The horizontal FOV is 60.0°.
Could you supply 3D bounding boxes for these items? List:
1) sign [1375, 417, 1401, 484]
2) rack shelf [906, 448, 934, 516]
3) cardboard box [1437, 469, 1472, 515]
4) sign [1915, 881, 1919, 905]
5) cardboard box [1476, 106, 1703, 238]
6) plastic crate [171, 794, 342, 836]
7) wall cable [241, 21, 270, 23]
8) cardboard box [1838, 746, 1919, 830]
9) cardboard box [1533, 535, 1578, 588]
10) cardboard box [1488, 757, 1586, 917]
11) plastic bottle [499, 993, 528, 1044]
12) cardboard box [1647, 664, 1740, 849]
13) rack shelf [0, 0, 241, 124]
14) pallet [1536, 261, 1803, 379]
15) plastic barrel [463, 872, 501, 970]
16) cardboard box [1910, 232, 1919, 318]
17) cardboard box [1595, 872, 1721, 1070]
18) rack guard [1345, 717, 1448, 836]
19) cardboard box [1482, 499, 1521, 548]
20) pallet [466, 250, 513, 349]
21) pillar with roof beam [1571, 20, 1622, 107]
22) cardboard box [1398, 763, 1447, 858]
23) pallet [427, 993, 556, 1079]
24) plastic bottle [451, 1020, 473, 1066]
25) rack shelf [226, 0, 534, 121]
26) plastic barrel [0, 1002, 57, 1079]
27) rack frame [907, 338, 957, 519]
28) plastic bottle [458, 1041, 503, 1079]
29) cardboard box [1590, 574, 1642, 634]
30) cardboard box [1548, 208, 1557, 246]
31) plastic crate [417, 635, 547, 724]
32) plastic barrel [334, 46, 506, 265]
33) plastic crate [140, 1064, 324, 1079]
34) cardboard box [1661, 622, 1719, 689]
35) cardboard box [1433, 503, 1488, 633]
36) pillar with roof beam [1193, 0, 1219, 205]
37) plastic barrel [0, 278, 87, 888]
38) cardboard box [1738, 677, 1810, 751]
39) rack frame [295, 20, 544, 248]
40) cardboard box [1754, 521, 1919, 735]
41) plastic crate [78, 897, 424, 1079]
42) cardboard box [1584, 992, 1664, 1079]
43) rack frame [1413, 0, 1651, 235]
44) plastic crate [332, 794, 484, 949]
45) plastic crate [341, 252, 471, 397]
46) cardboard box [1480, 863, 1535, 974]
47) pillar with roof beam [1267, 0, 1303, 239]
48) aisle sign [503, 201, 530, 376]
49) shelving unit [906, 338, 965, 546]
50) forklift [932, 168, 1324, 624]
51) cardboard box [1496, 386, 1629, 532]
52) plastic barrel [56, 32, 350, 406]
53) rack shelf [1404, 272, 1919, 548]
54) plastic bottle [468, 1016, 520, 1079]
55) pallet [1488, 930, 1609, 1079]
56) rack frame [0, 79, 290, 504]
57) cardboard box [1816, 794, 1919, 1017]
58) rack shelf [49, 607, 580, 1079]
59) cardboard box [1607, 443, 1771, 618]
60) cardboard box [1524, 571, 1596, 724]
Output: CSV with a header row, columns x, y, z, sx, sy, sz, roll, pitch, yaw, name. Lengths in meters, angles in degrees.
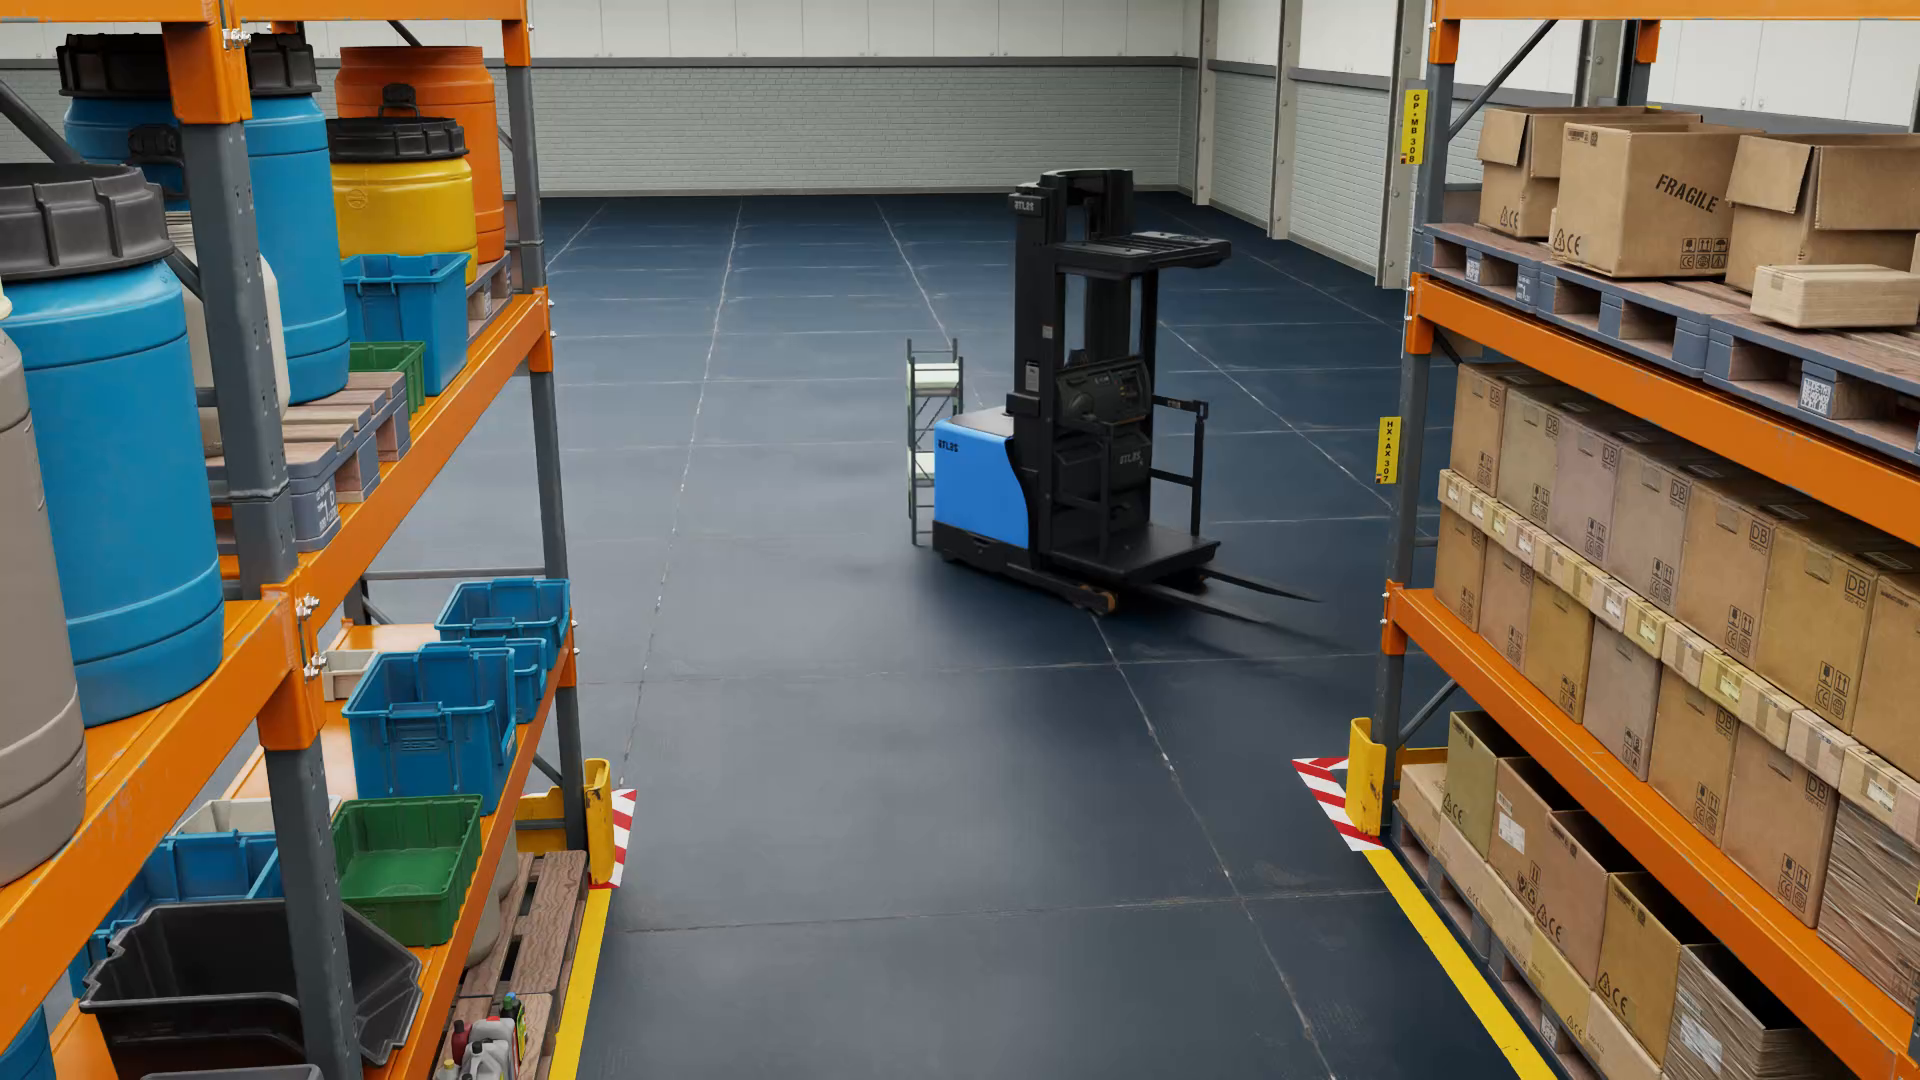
x,y,z,sx,sy,sz,roll,pitch,yaw,name
2.050,-0.429,7.959,0.100,0.325,0.005,-2,18,-6,sign
-0.199,-0.476,13.278,0.431,0.370,0.720,-1,17,-4,rack shelf
2.429,-0.227,7.643,0.380,0.149,0.250,-2,18,-6,cardboard box
2.463,0.765,4.156,0.100,0.325,0.005,-2,18,-6,sign
2.658,-1.570,7.055,0.797,0.503,0.637,-1,17,-2,cardboard box
-2.332,1.000,5.425,0.530,0.136,0.437,-2,18,-6,plastic crate
-15.508,-13.623,35.868,2.305,6.003,0.169,-2,18,-6,wall cable
2.750,0.693,4.713,0.380,0.149,0.250,-2,18,-7,cardboard box
2.537,0.080,6.664,0.380,0.149,0.250,-2,18,-7,cardboard box
2.554,1.224,6.907,0.500,0.500,0.500,-2,18,-6,cardboard box
-1.699,1.817,6.319,0.097,0.201,0.097,0,17,0,plastic bottle
2.854,0.712,5.735,0.700,0.500,0.500,-2,17,-5,cardboard box
-1.706,-0.382,1.240,1.077,0.370,4.000,-2,18,-6,rack shelf
2.779,-0.807,5.879,1.003,0.211,1.213,-2,18,-6,pallet
-2.129,1.488,6.882,0.421,0.512,0.421,0,17,0,plastic barrel
3.170,-0.777,4.850,0.500,0.311,0.500,-3,18,-9,cardboard box
2.654,1.522,5.958,0.500,0.500,0.500,-2,18,-6,cardboard box
2.600,1.192,8.546,1.175,0.500,0.348,-2,18,-6,rack guard
2.483,-0.074,7.156,0.380,0.149,0.250,-2,18,-5,cardboard box
-2.337,-0.933,6.449,1.003,0.211,1.213,-2,18,-6,pallet
2.942,-6.270,18.127,9.100,9.000,0.400,-2,18,-6,pillar with roof beam
2.436,1.284,7.967,0.500,0.250,0.500,-2,18,-6,cardboard box
-2.069,2.115,6.089,1.003,0.211,1.213,-2,18,-6,pallet
-1.807,1.857,6.054,0.061,0.283,0.133,-2,18,-6,plastic bottle
-2.119,-1.574,5.036,1.077,0.370,4.000,-2,18,-6,rack shelf
-2.174,1.235,3.398,0.600,0.901,0.708,-2,18,-6,plastic barrel
-0.223,-0.897,13.529,0.400,1.500,0.023,-1,17,-4,rack frame
-1.665,1.912,5.766,0.144,0.351,0.185,-1,17,-3,plastic bottle
2.586,0.231,6.185,0.380,0.149,0.250,-2,18,-5,cardboard box
2.548,-1.216,6.520,0.380,0.149,0.250,-2,18,-6,cardboard box
-1.914,0.563,6.625,0.499,0.251,0.408,-2,18,-6,plastic crate
-2.148,-1.537,6.640,0.600,0.830,0.708,-2,18,-6,plastic barrel
-1.558,1.454,3.430,0.402,0.464,0.583,-2,18,-6,plastic crate
2.644,0.388,5.683,0.380,0.149,0.250,-1,17,-4,cardboard box
2.638,0.098,7.690,0.700,0.500,0.500,-2,18,-6,cardboard box
1.086,-11.633,35.209,9.100,9.000,0.400,-2,18,-6,pillar with roof beam
-1.577,0.019,2.263,0.600,0.901,0.600,0,17,0,plastic barrel
2.693,0.537,5.210,0.380,0.149,0.250,-2,18,-6,cardboard box
-2.325,-2.704,6.767,1.000,3.000,0.127,-2,18,-6,rack frame
2.910,0.249,5.044,0.700,0.500,0.500,-2,18,-6,cardboard box
-1.840,1.220,4.388,0.767,0.338,0.504,-2,18,-6,plastic crate
2.642,1.880,6.069,0.500,0.250,0.500,-2,18,-6,cardboard box
2.602,-2.856,7.251,1.000,3.000,0.127,-2,18,-6,rack frame
-1.772,1.038,5.217,0.450,0.188,0.662,-2,18,-6,plastic crate
-1.829,-0.706,5.438,0.392,0.384,0.575,-2,18,-6,plastic crate
2.543,1.582,7.019,0.500,0.250,0.500,-2,18,-6,cardboard box
1.705,-9.846,29.515,9.100,9.000,0.400,-2,18,-6,pillar with roof beam
-2.037,-1.113,7.373,0.394,0.787,0.004,-2,18,-6,aisle sign
-0.199,-0.787,13.181,0.431,1.500,0.755,-1,17,-4,shelving unit
1.165,-1.046,11.616,1.130,2.935,3.031,-16,23,-41,forklift
2.703,-0.349,6.947,0.700,0.500,0.500,-2,18,-7,cardboard box
-1.908,-0.821,4.237,0.600,0.901,0.708,-2,18,-6,plastic barrel
2.809,-0.486,5.910,1.077,0.370,4.000,-2,18,-6,rack shelf
-1.701,1.857,6.066,0.152,0.276,0.135,-2,18,-5,plastic bottle
2.846,1.926,6.690,1.003,0.211,1.213,-2,18,-6,pallet
-1.912,-1.512,2.971,1.000,3.000,0.127,-2,18,-6,rack frame
2.963,1.018,4.759,0.700,0.500,0.500,-2,18,-7,cardboard box
-2.119,1.097,5.875,1.077,0.370,4.000,-2,18,-6,rack shelf
2.808,-0.049,5.993,0.700,0.500,0.500,-2,18,-6,cardboard box
2.742,0.403,6.720,0.700,0.500,0.500,-2,18,-5,cardboard box
